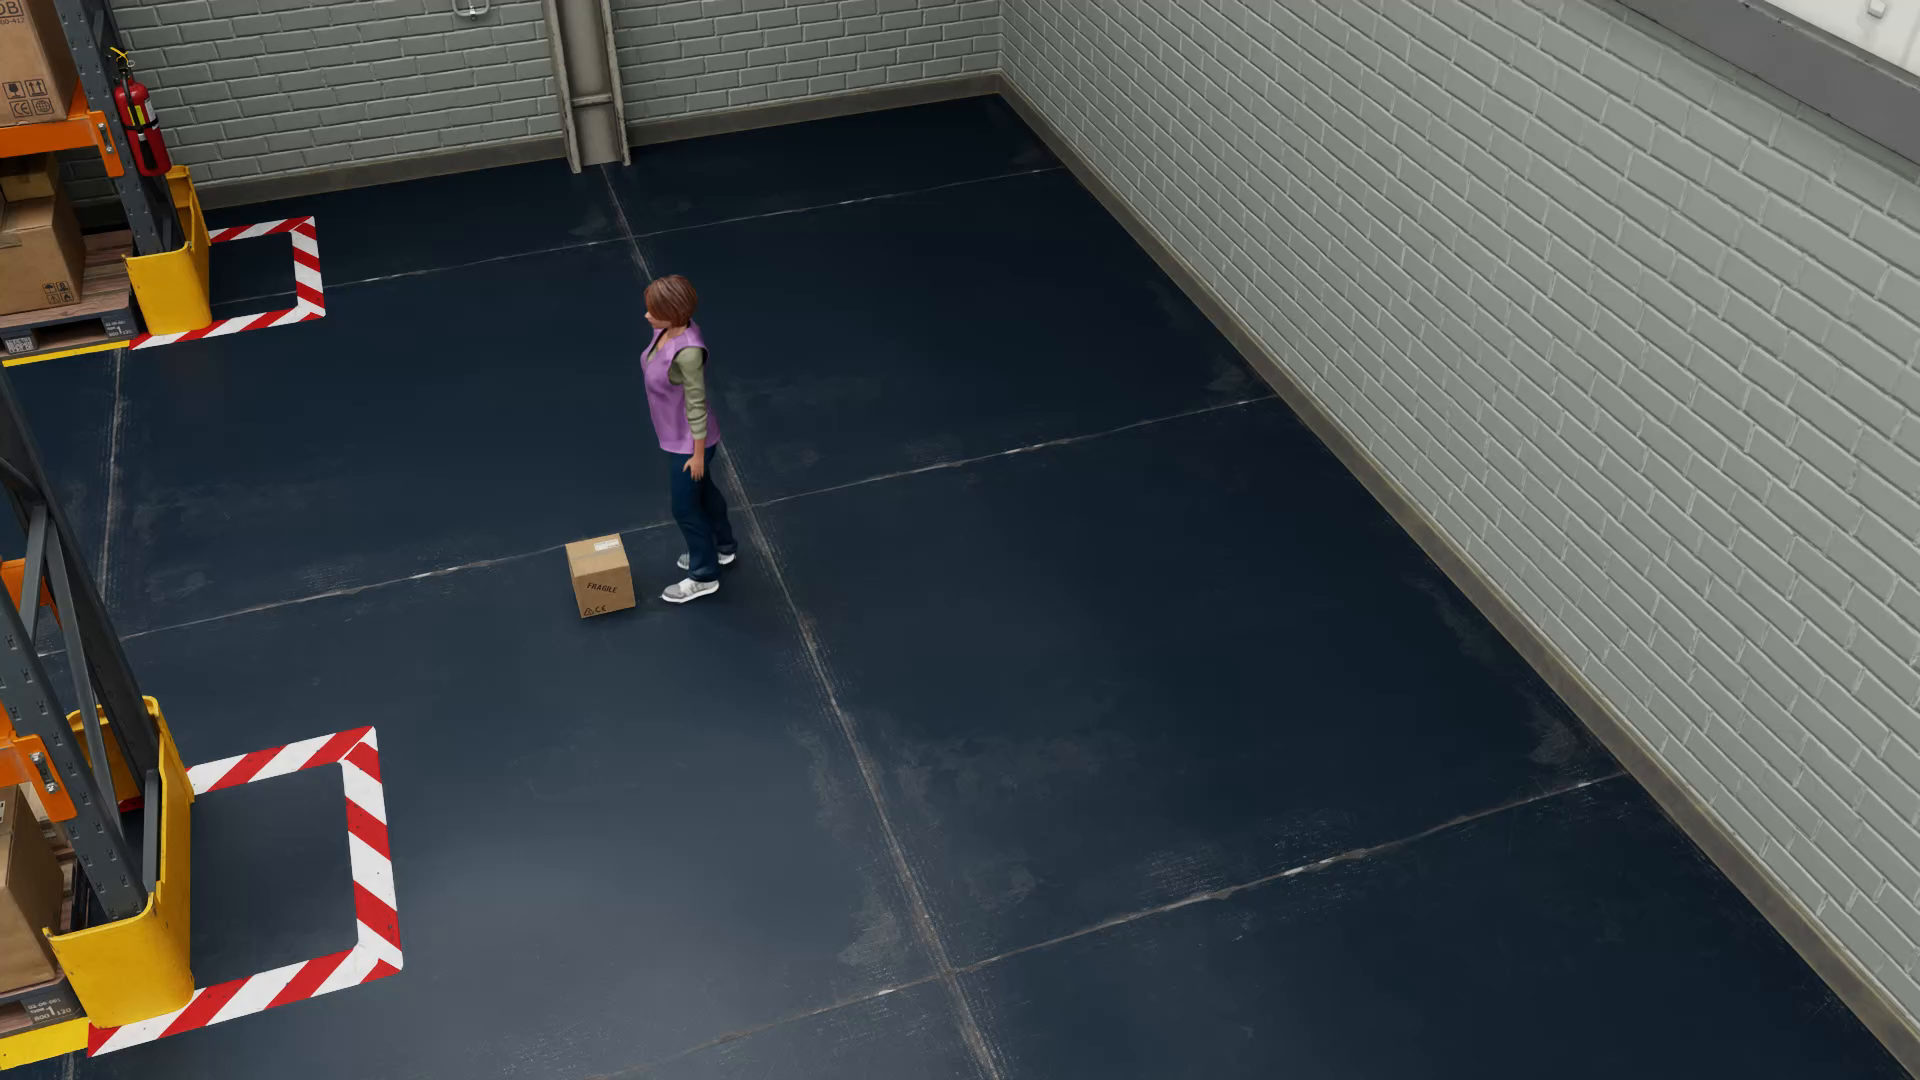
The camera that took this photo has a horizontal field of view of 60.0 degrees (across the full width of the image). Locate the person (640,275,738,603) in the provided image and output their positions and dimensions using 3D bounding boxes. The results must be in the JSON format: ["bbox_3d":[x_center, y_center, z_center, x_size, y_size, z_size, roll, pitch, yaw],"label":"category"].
[{"bbox_3d":[-1.226,-0.453,7.362,0.409,1.600,0.418,-12,40,-15],"label":"person"}]
